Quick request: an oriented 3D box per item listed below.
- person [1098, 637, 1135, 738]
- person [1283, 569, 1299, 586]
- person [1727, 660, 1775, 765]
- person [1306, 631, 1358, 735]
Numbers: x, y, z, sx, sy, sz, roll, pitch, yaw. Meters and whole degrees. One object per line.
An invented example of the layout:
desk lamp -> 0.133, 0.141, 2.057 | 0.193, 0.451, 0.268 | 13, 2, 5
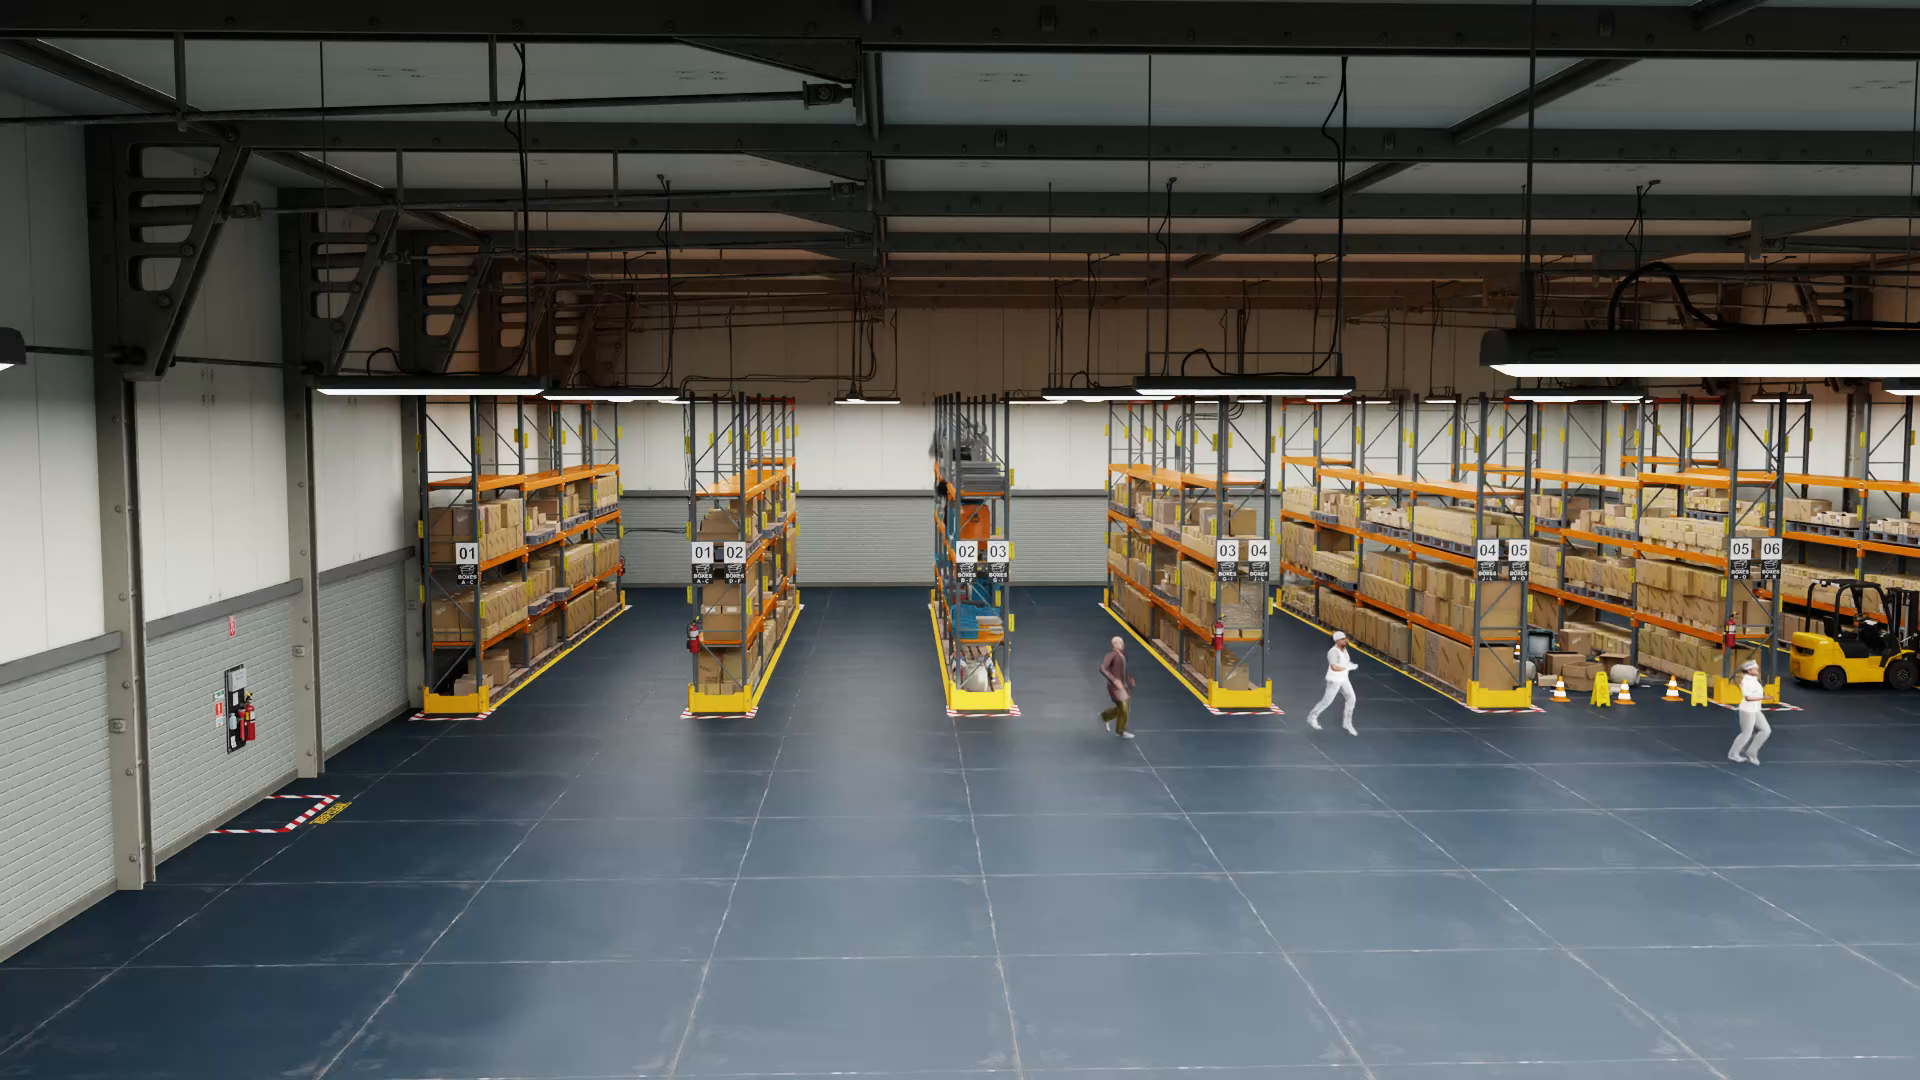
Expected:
person -> 2.705, 2.541, 28.780 | 0.694, 1.746, 0.734 | 3, 5, 33
person -> 9.807, 0.946, 48.880 | 0.675, 1.734, 0.736 | 0, 5, -5
person -> 12.666, 2.760, 26.569 | 0.668, 1.727, 0.559 | 4, 6, 41
person -> 6.585, 2.497, 29.190 | 0.925, 1.831, 0.696 | 4, 6, 38
